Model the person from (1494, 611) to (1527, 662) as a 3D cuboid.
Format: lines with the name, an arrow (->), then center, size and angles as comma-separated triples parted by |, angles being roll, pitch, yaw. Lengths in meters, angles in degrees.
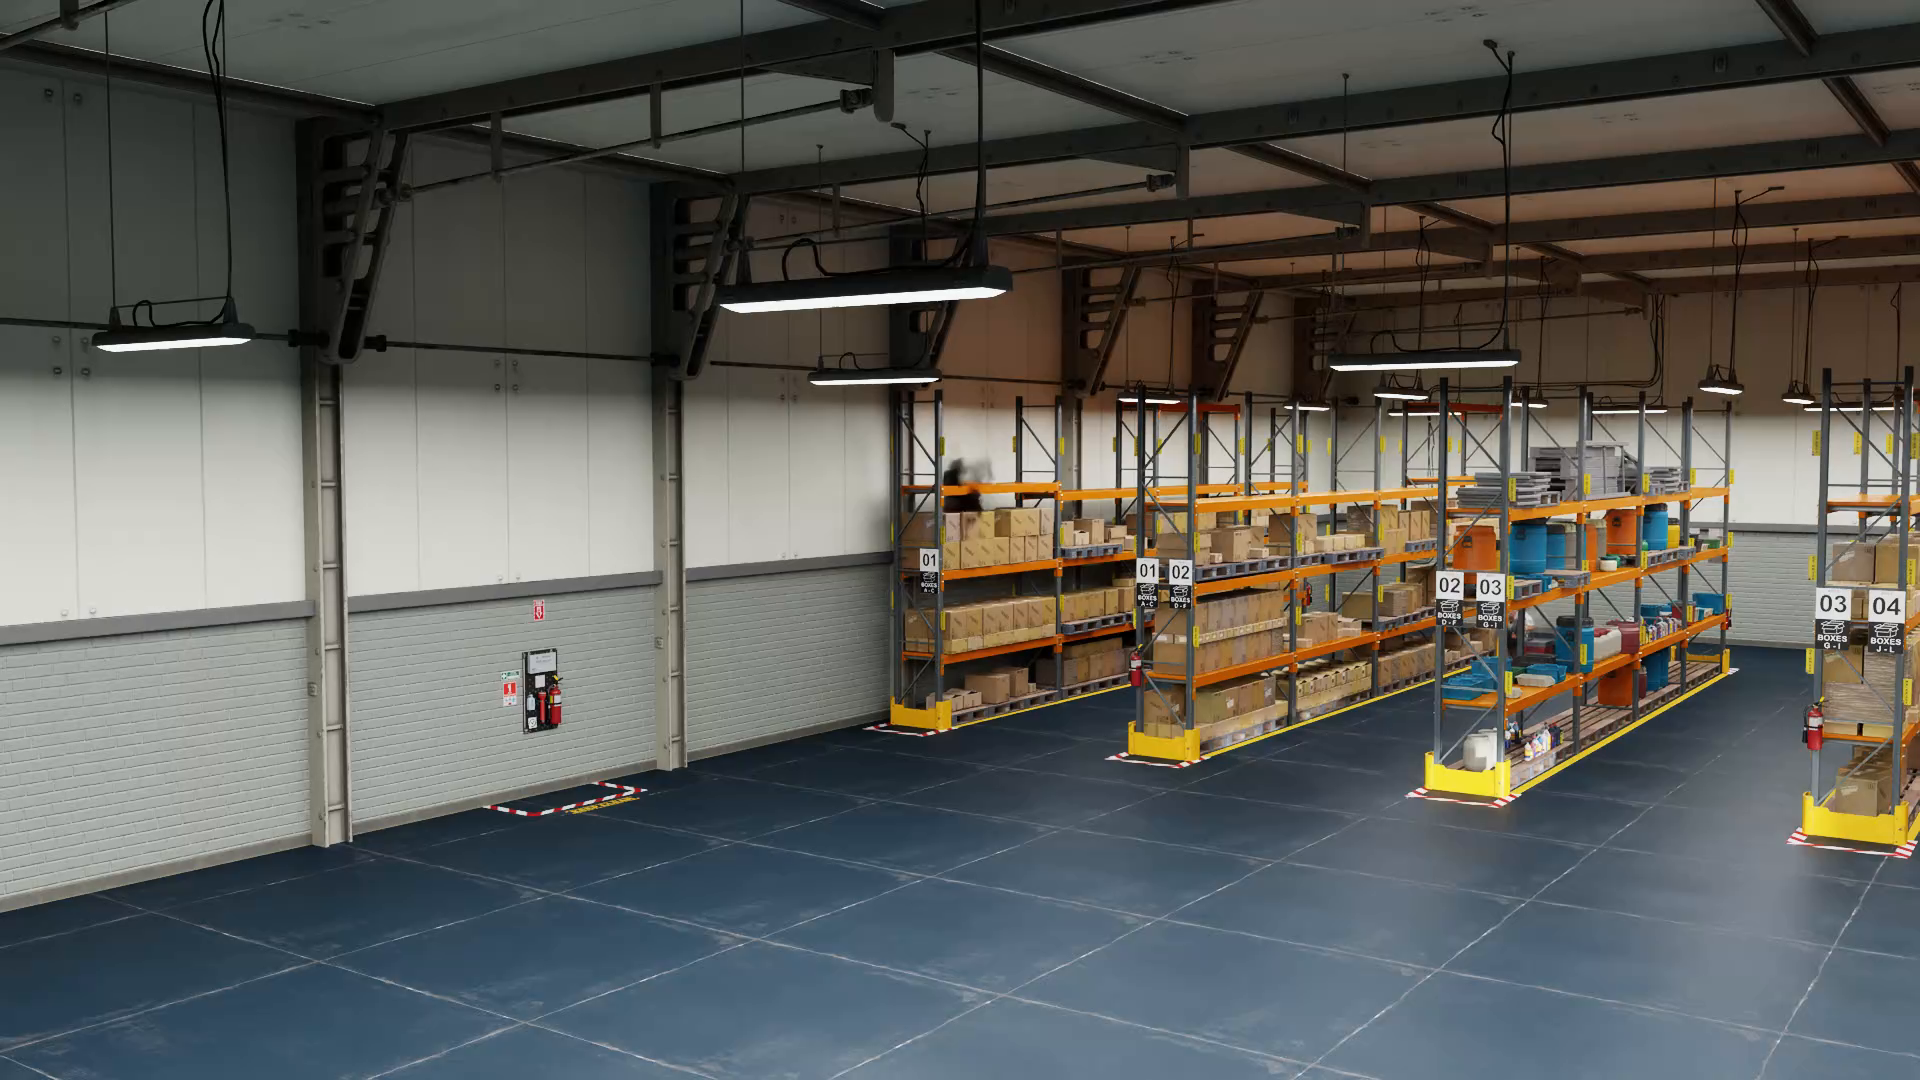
person -> 11.221, 2.231, 33.943 | 0.666, 1.697, 0.930 | 1, 3, 23

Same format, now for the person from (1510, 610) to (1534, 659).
person -> 11.961, 2.148, 35.542 | 0.586, 1.669, 0.903 | 2, 4, 31
